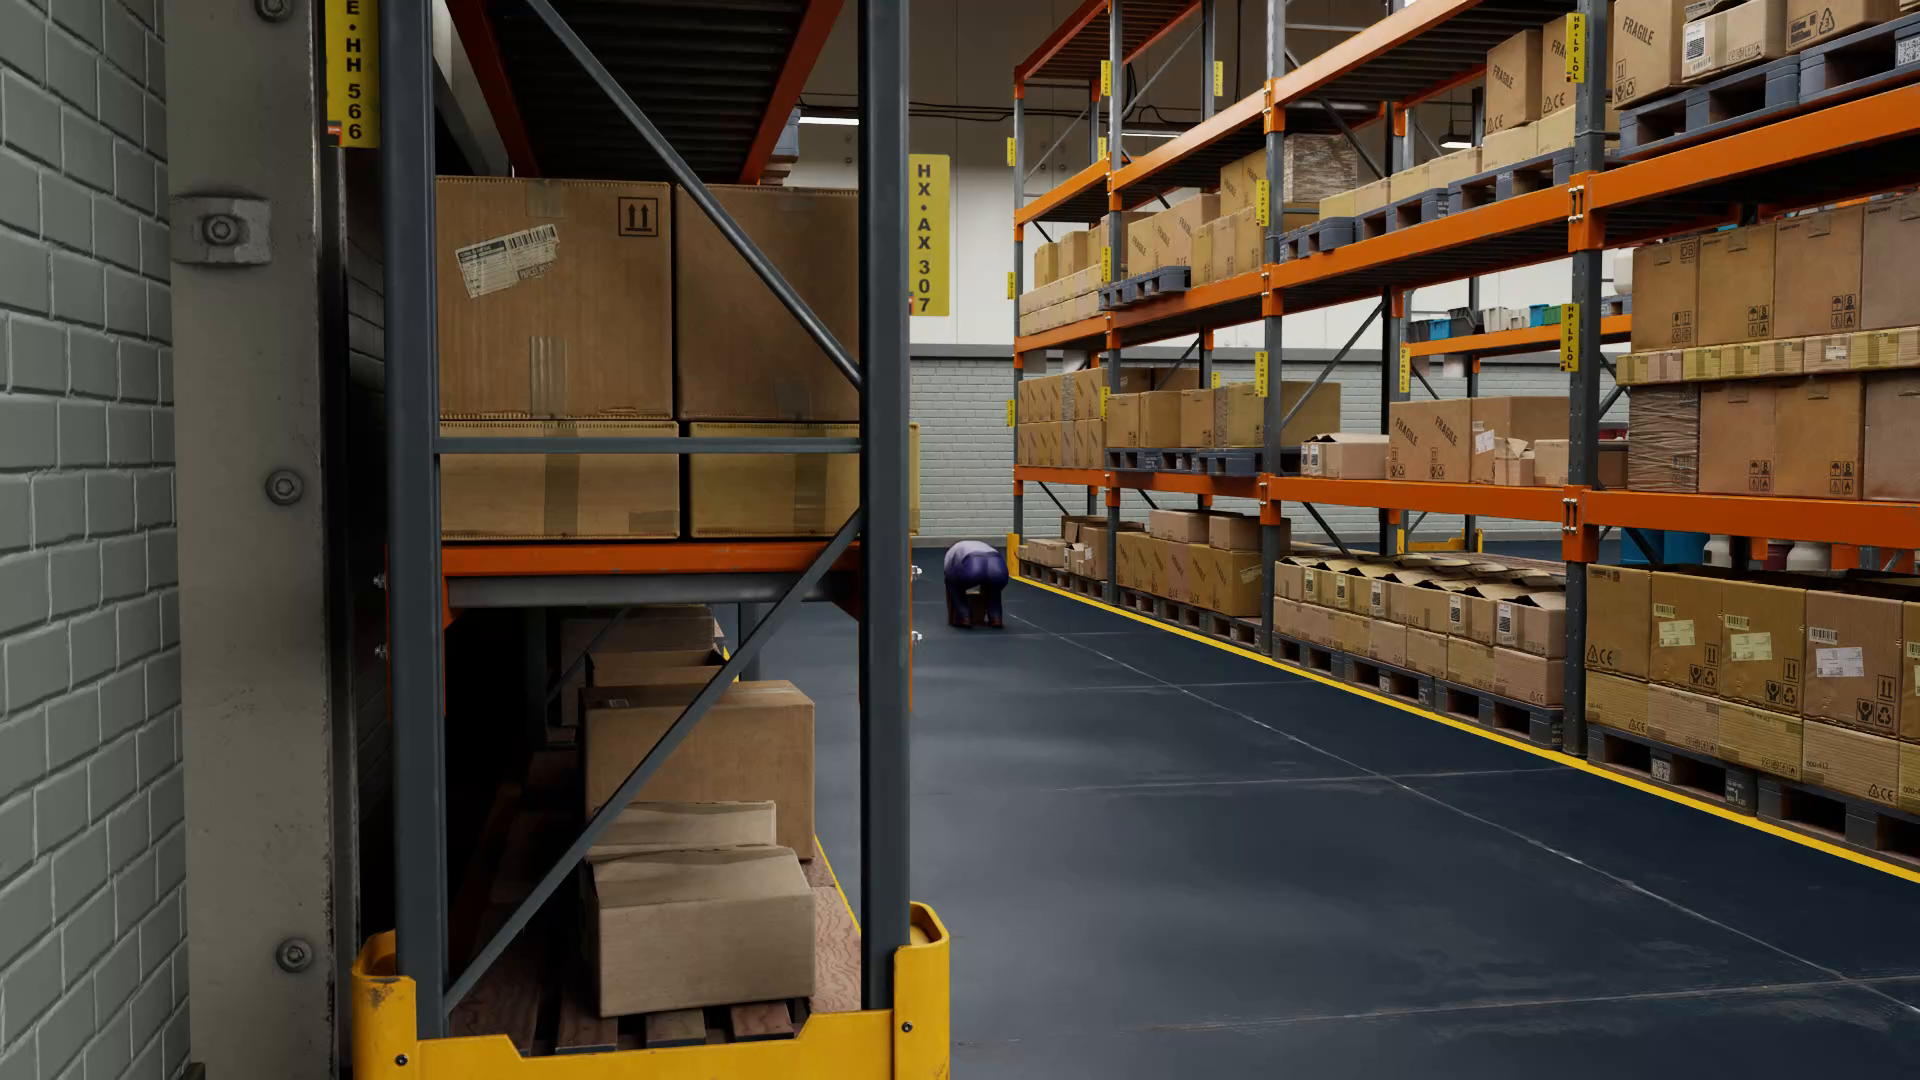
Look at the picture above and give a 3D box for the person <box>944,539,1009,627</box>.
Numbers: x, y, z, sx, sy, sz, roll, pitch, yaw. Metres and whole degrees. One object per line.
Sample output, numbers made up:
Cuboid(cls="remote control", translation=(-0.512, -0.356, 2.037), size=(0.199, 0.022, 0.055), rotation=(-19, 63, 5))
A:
Cuboid(cls="person", translation=(0.126, 0.373, 14.216), size=(0.495, 0.745, 0.892), rotation=(-1, 3, -13))
